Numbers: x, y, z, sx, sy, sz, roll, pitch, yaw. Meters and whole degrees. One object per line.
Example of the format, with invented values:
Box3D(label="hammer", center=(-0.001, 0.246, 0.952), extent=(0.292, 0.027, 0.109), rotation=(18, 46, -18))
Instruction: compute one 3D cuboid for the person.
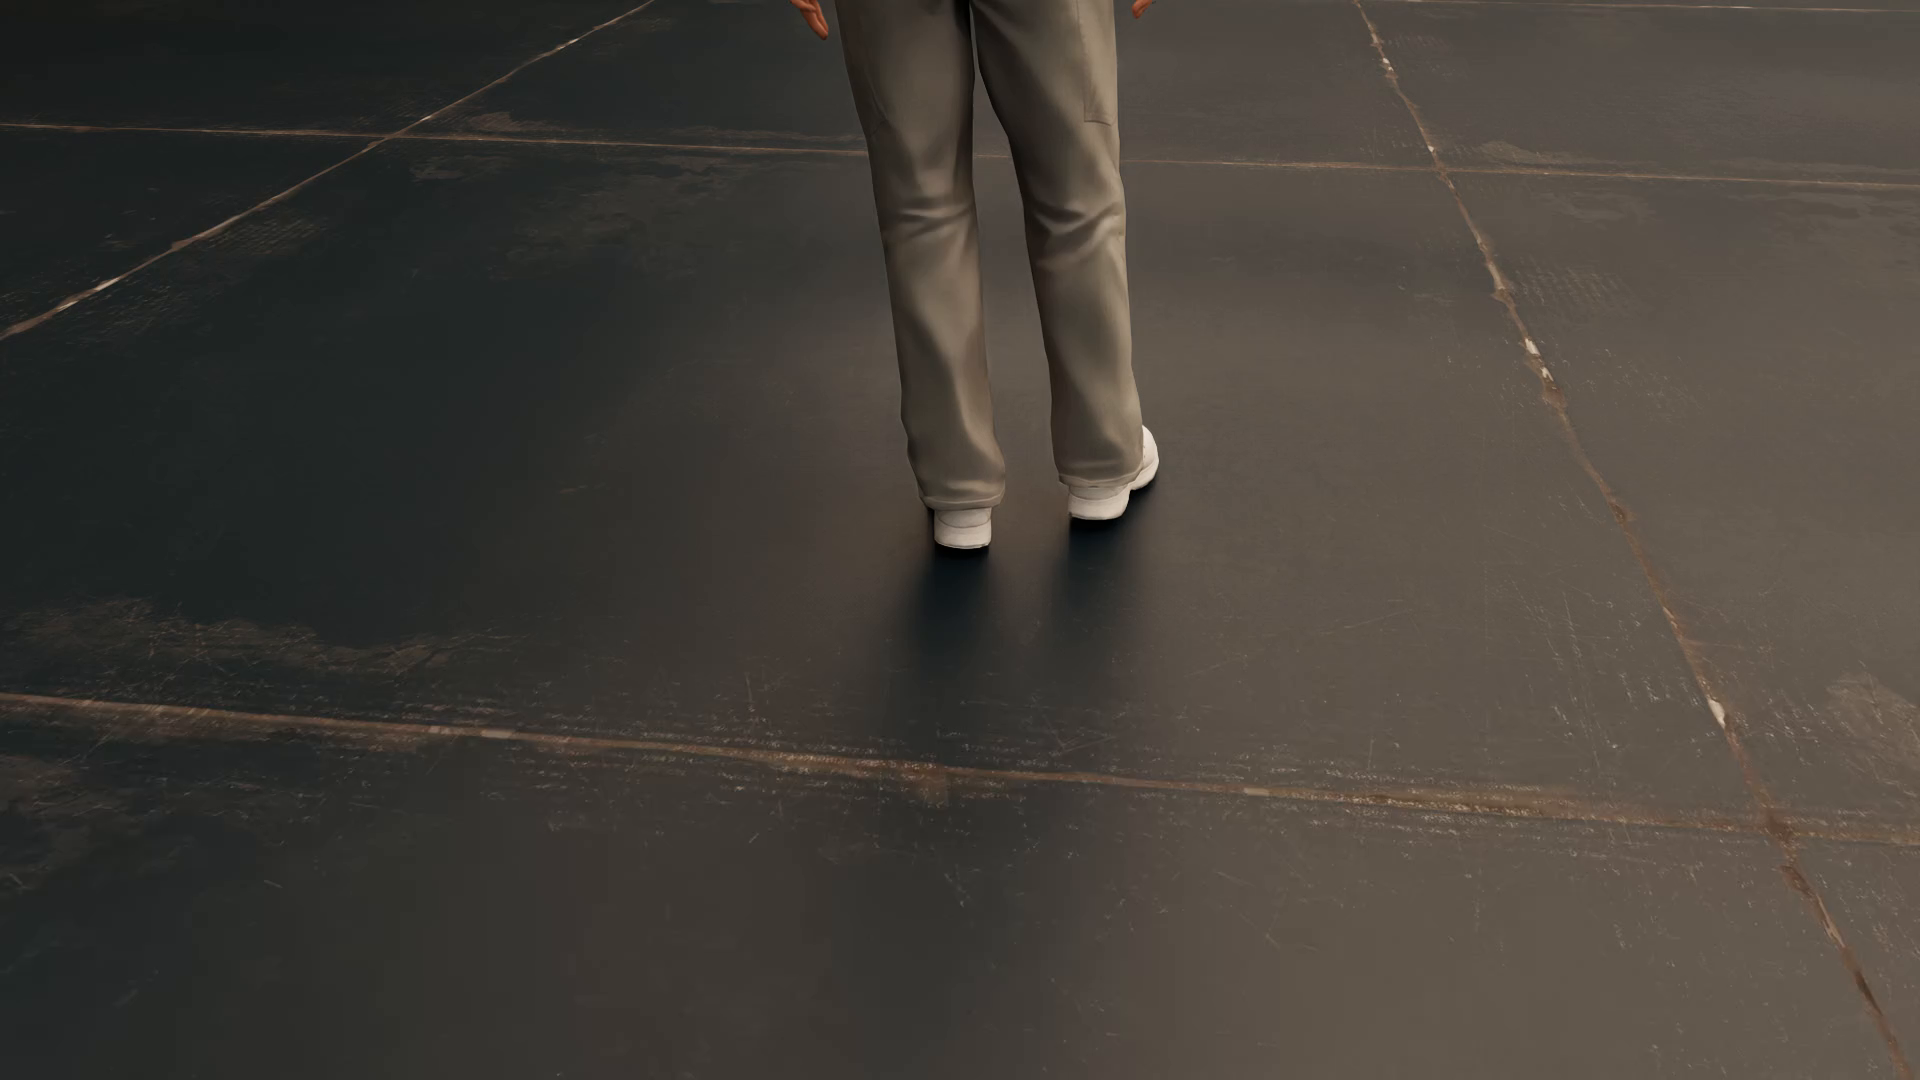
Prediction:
Box3D(label="person", center=(0.023, -0.788, 2.186), extent=(0.549, 1.675, 0.549), rotation=(3, 27, 7))
